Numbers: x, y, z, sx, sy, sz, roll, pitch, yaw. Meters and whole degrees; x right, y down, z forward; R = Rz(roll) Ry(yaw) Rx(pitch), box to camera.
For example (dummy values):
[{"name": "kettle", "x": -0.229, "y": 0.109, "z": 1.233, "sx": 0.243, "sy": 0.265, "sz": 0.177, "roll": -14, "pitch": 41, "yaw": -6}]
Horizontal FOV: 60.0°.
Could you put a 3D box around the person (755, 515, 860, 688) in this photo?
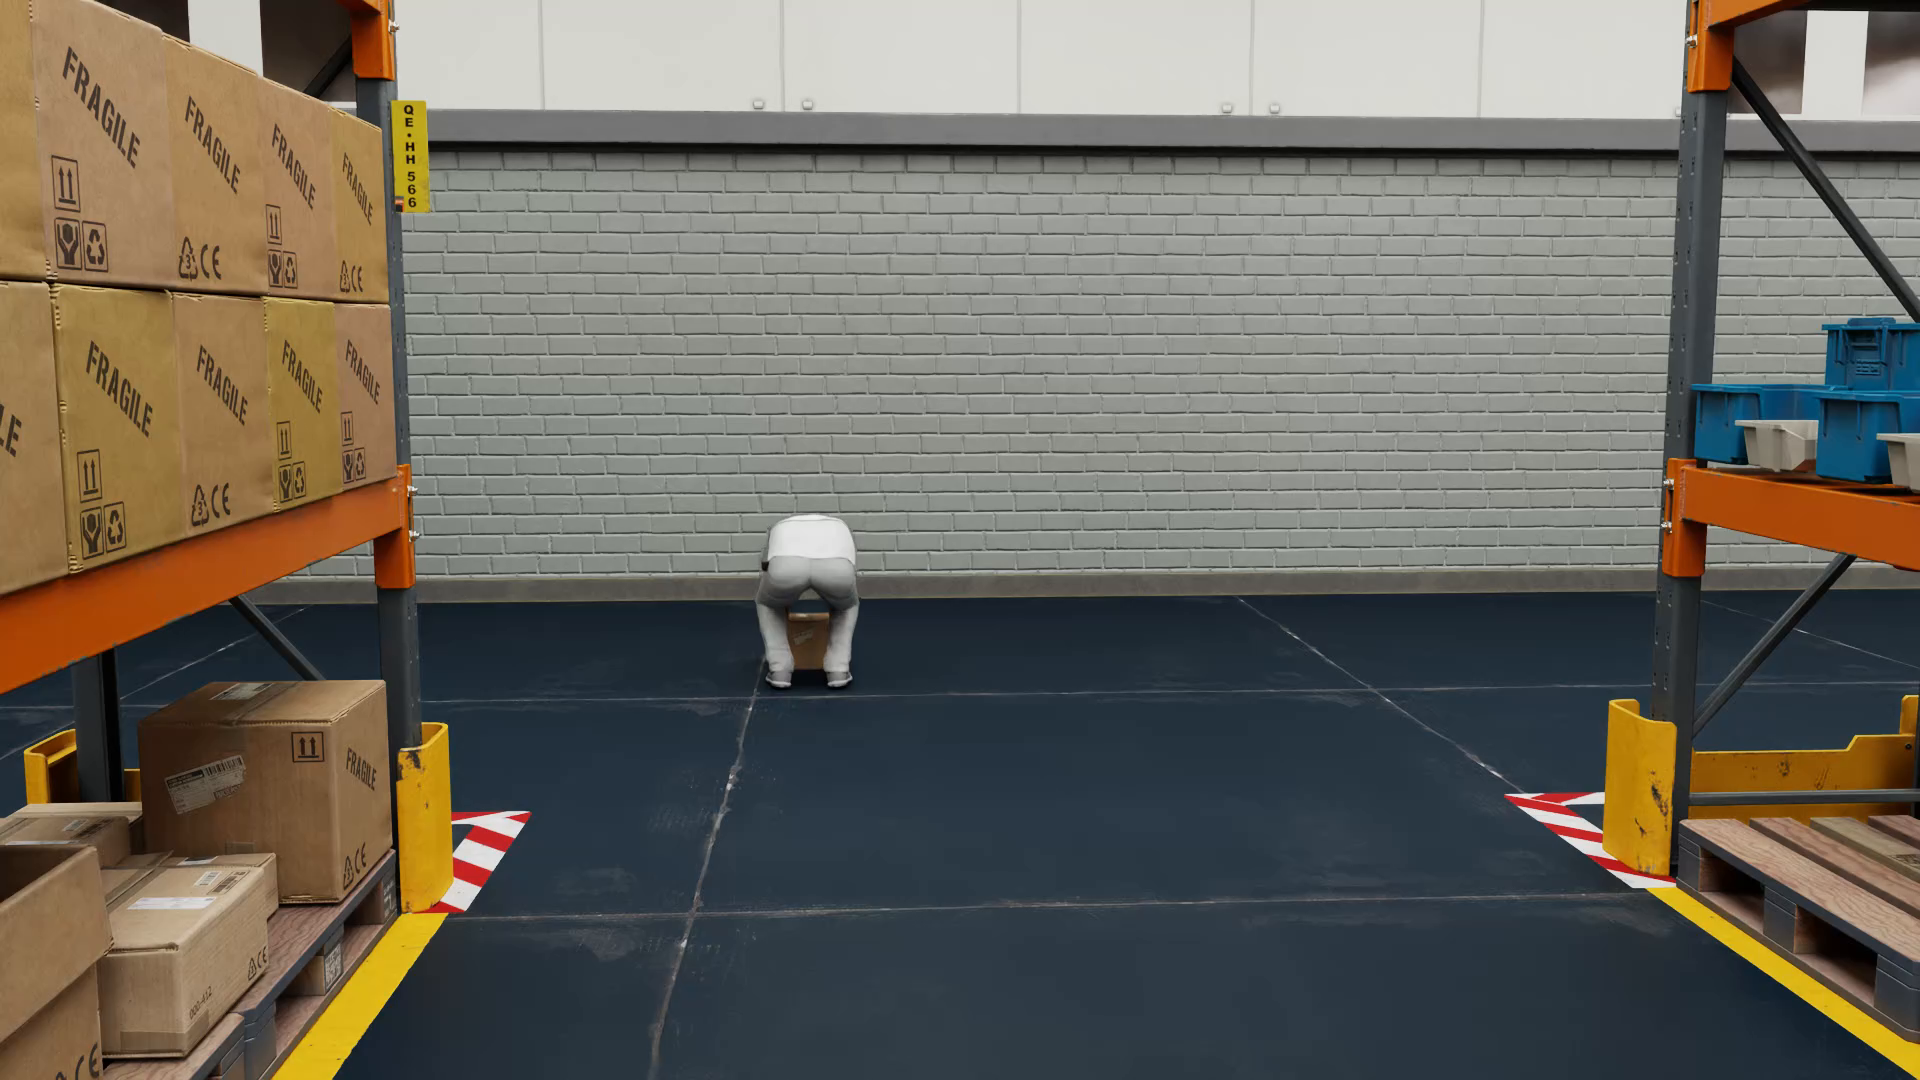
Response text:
[{"name": "person", "x": -0.764, "y": 0.284, "z": 8.335, "sx": 0.524, "sy": 0.854, "sz": 0.940, "roll": -1, "pitch": 7, "yaw": -6}]
